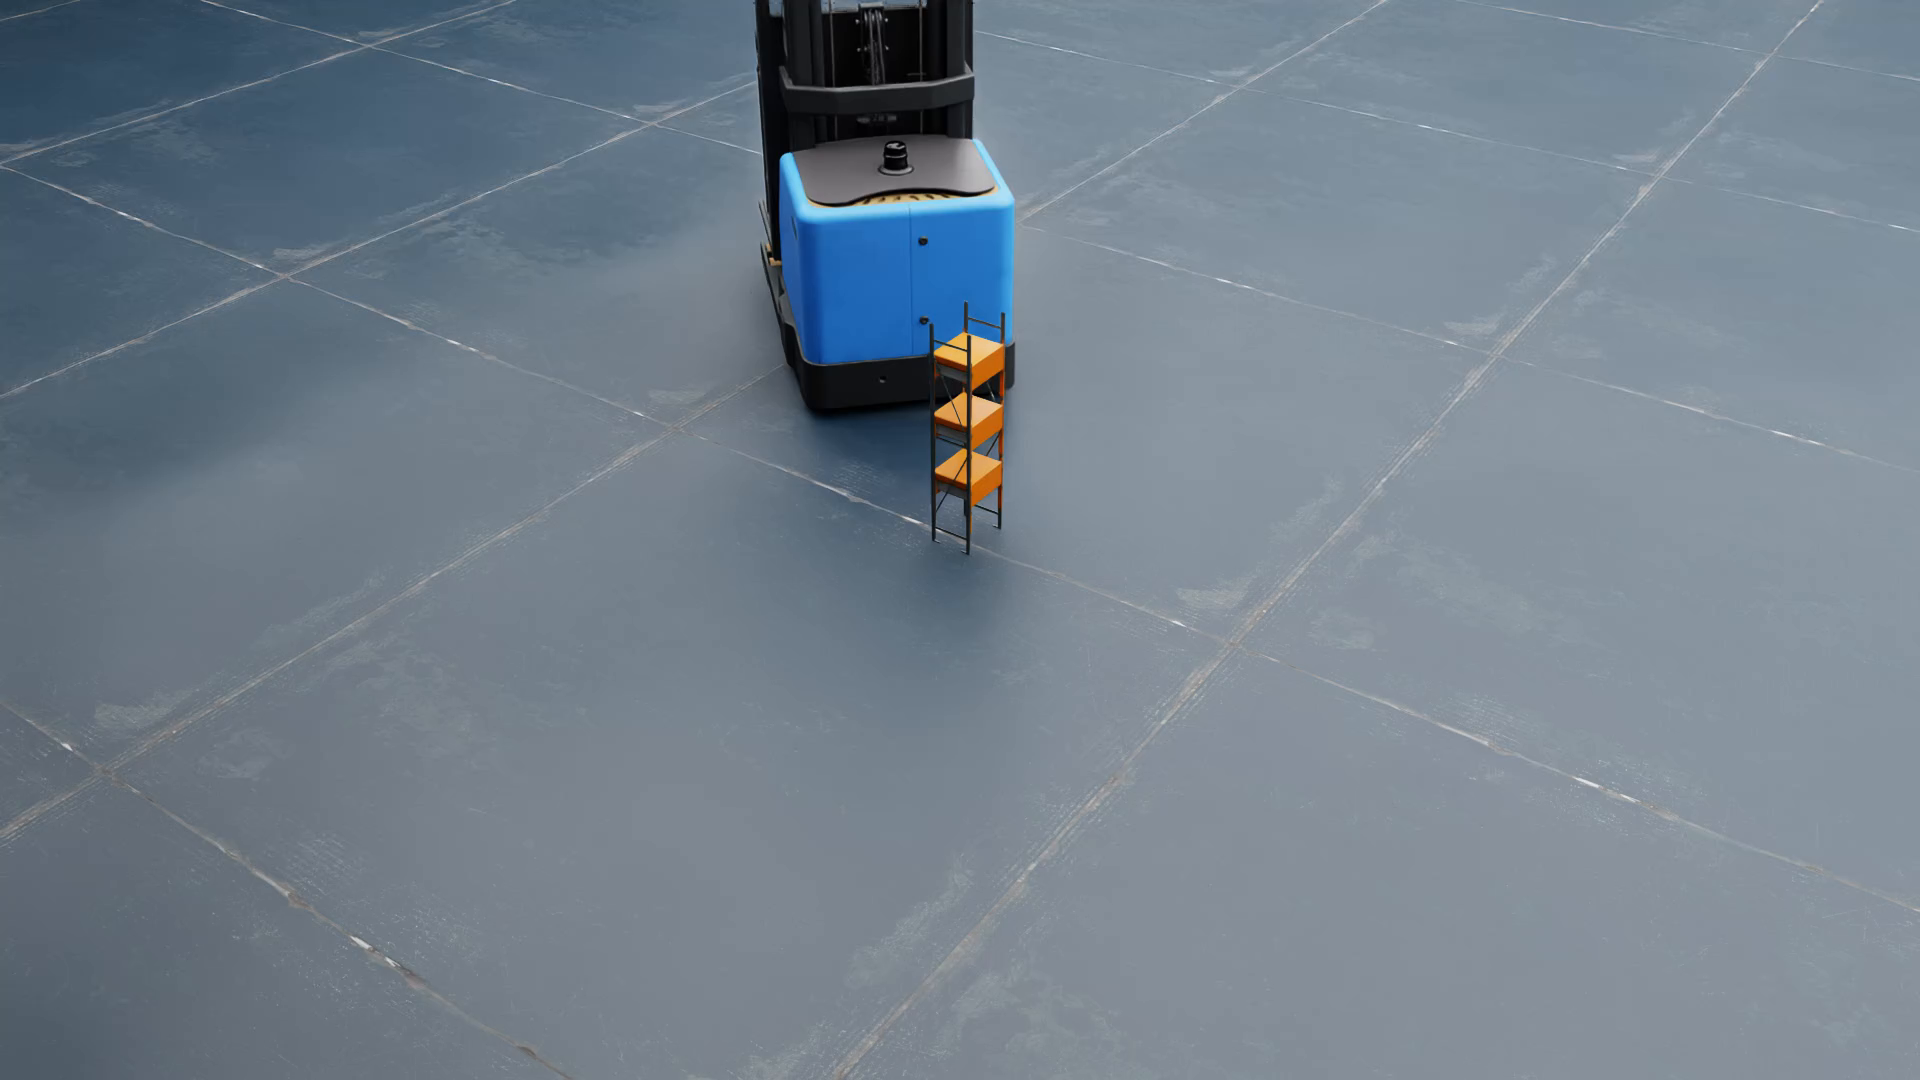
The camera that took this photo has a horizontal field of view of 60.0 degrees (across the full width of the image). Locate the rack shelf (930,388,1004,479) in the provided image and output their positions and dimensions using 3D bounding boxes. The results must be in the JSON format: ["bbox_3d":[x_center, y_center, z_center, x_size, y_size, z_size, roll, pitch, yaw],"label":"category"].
[{"bbox_3d":[0.031,-0.451,6.998,0.215,0.259,0.240,21,39,28],"label":"rack shelf"}]

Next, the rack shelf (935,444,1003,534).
[{"bbox_3d":[0.031,-0.221,7.154,0.215,0.259,0.240,21,39,28],"label":"rack shelf"}]

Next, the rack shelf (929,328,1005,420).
[{"bbox_3d":[0.031,-0.686,6.839,0.215,0.259,0.240,21,39,28],"label":"rack shelf"}]

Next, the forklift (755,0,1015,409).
[{"bbox_3d":[-0.525,-2.668,8.578,1.130,2.935,3.031,-6,35,-9],"label":"forklift"}]

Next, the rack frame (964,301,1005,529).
[{"bbox_3d":[0.100,-0.516,7.075,0.200,1.050,0.008,21,39,28],"label":"rack frame"}]

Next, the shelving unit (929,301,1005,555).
[{"bbox_3d":[0.031,-0.460,6.992,0.215,1.050,0.252,21,39,28],"label":"shelving unit"}]

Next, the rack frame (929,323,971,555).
[{"bbox_3d":[-0.039,-0.403,6.909,0.200,1.050,0.008,21,39,28],"label":"rack frame"}]
